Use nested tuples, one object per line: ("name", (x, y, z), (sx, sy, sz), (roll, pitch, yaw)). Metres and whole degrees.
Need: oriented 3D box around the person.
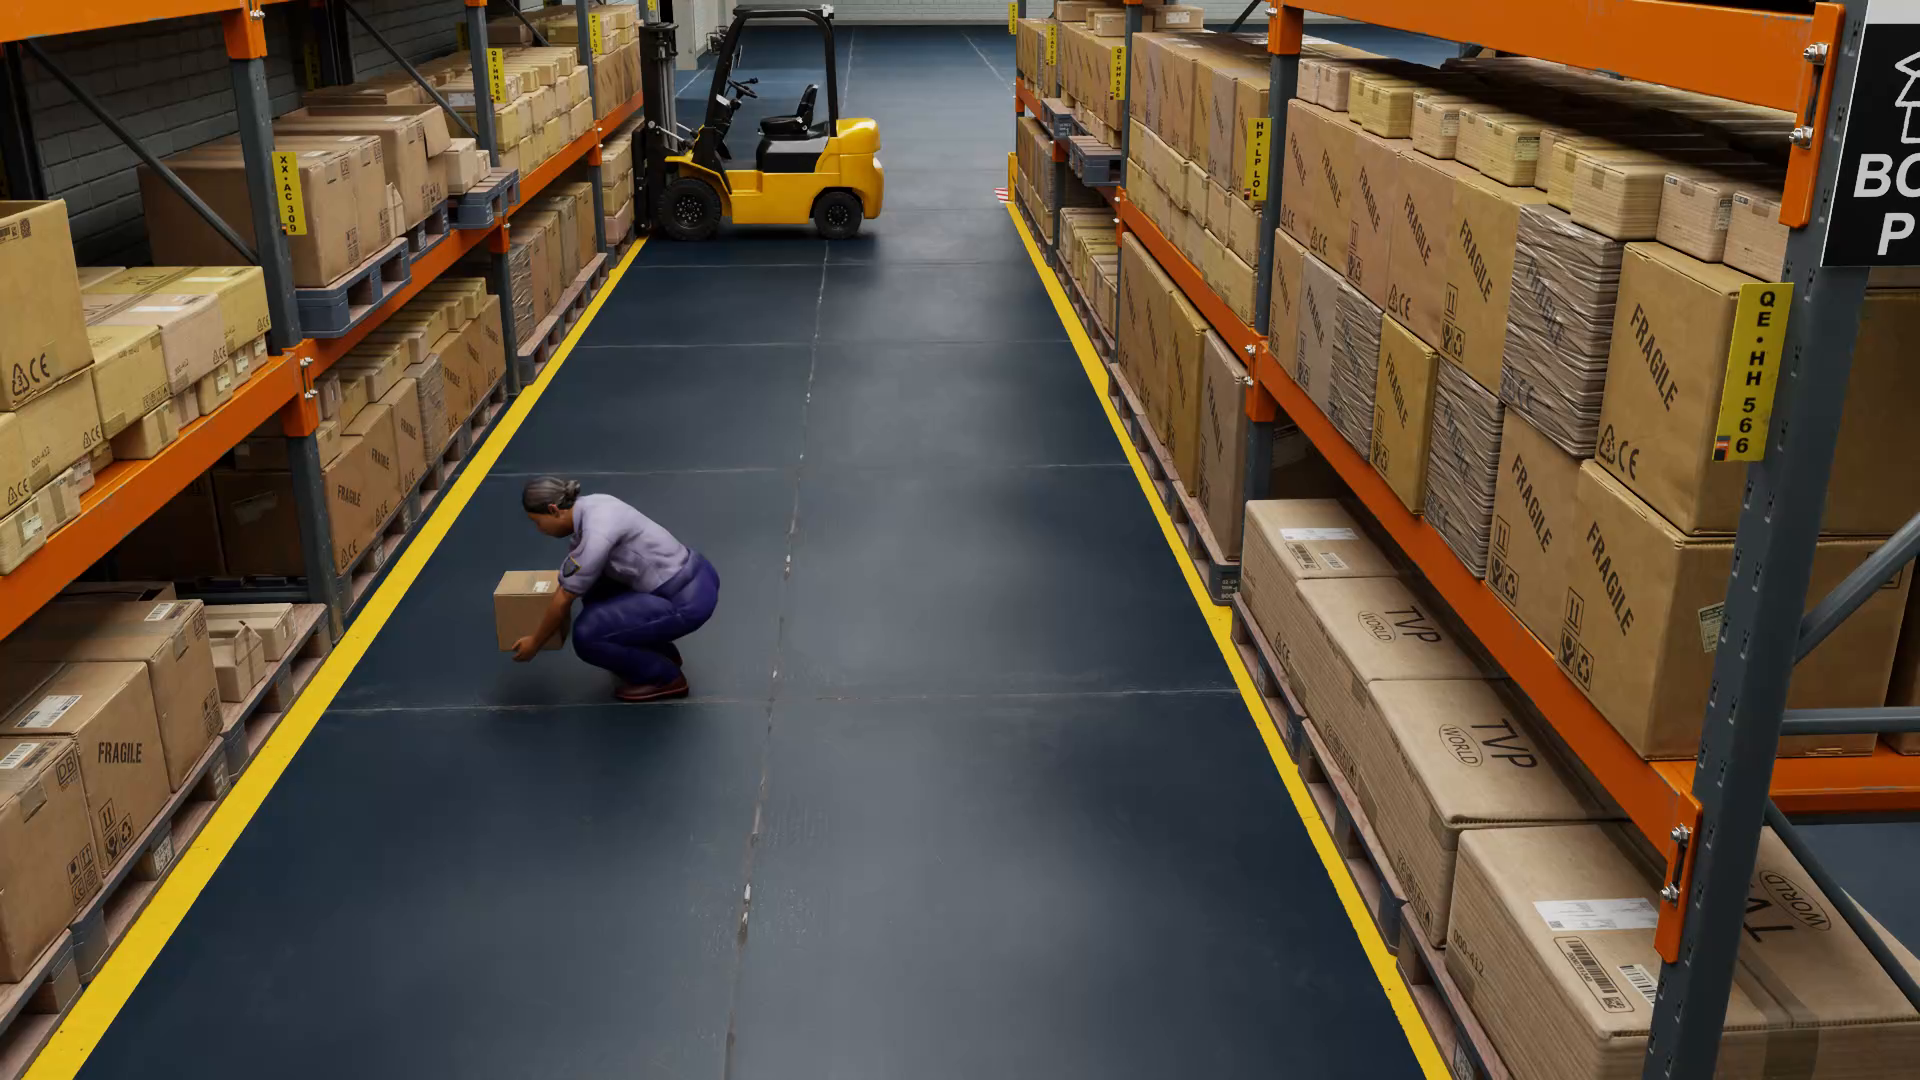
("person", (-1.393, 0.164, 6.713), (0.831, 0.924, 0.520), (-1, 21, -3))
